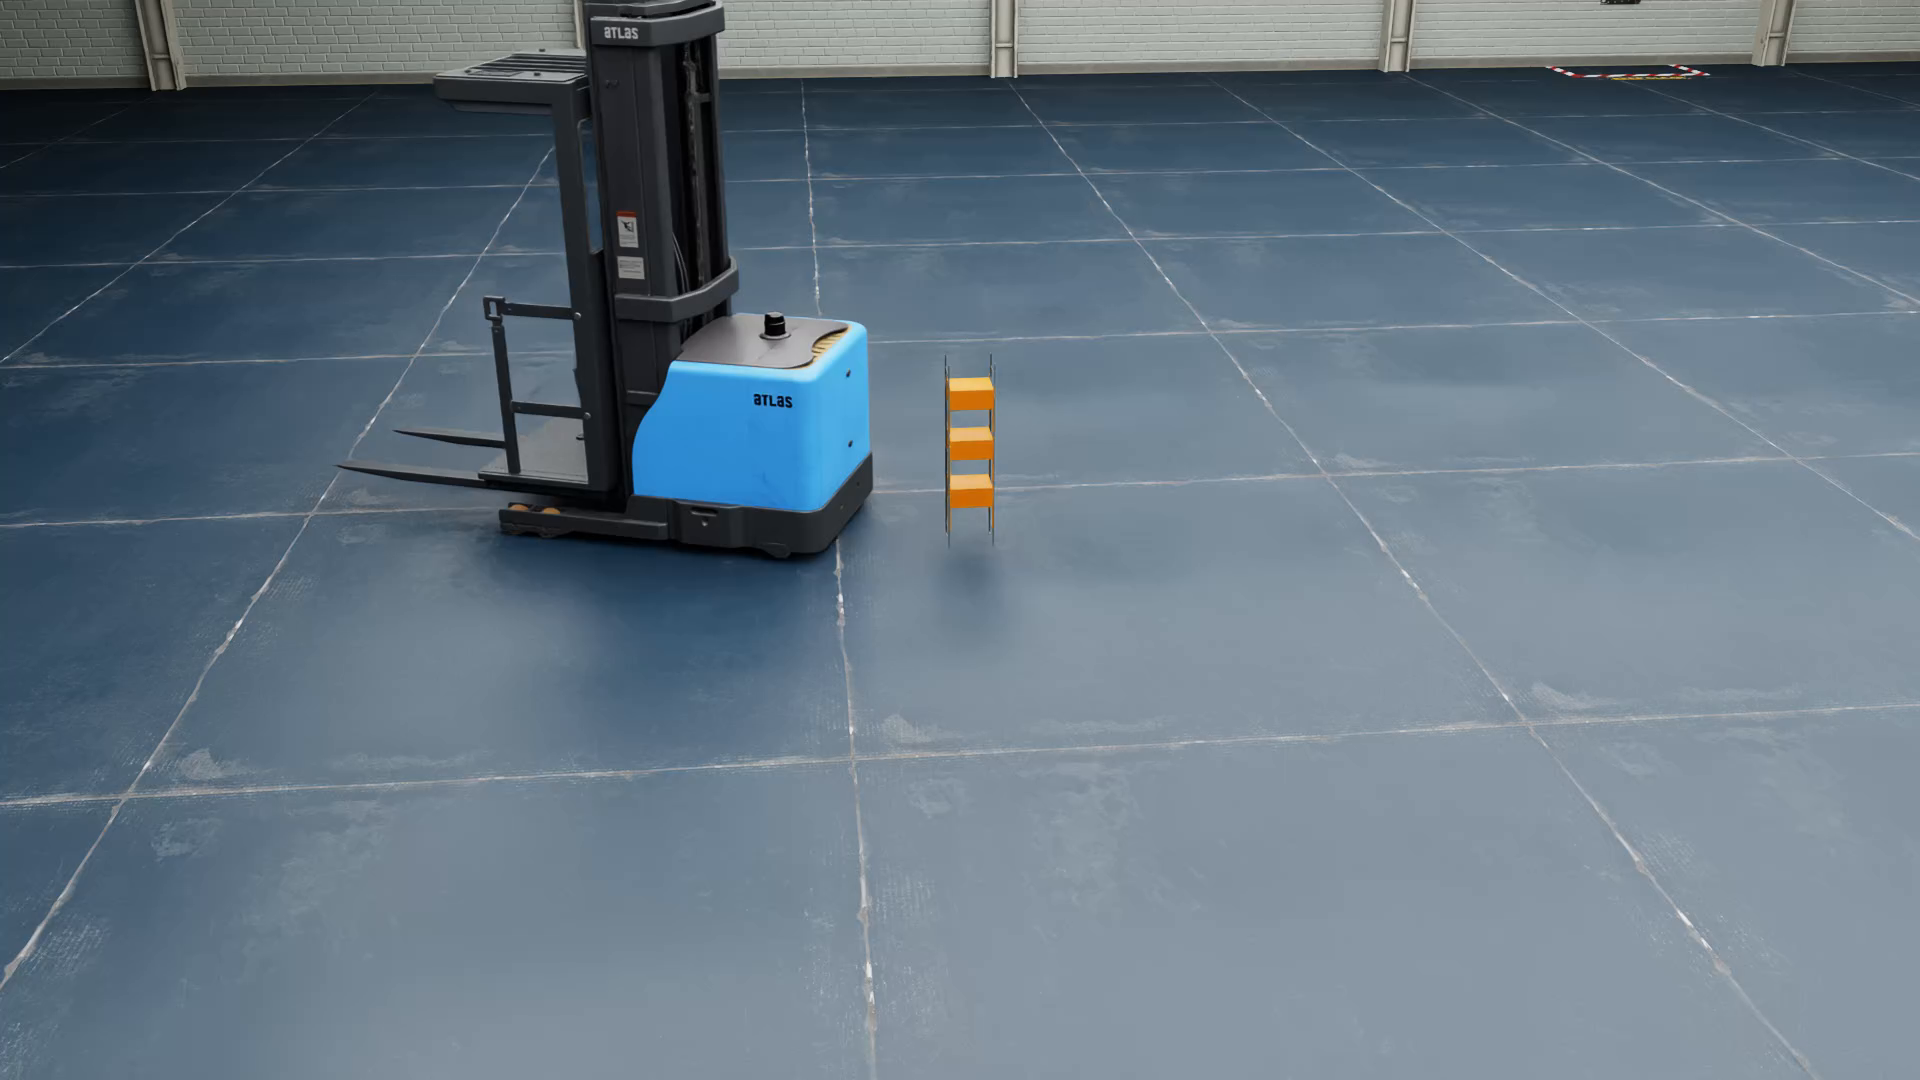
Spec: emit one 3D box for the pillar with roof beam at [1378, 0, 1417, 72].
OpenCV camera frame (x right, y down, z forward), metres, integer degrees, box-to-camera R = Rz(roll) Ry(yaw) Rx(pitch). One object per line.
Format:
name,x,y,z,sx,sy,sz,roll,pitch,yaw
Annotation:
pillar with roof beam,7.038,-9.544,19.642,0.400,9.000,9.100,-2,24,-5

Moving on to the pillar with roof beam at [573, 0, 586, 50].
pillar with roof beam,-4.904,-9.065,18.565,0.400,9.000,9.100,-2,24,-5

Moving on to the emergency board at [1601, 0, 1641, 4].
emergency board,10.112,-8.706,25.143,0.626,1.169,0.157,-2,24,-5

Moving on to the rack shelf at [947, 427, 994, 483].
rack shelf,0.053,-0.472,9.046,0.240,0.259,0.215,-2,24,-5

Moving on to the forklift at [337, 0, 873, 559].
forklift,-2.084,-1.550,9.128,3.031,2.935,1.130,6,25,13

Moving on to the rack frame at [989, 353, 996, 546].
rack frame,0.175,-0.487,9.053,0.008,1.050,0.200,-2,24,-5

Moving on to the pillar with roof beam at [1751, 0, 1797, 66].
pillar with roof beam,13.009,-9.783,20.181,0.400,9.000,9.100,-2,24,-5

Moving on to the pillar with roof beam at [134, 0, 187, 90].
pillar with roof beam,-10.875,-8.825,18.026,0.400,9.000,9.100,-2,24,-5

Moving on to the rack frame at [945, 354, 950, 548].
rack frame,-0.068,-0.477,9.031,0.008,1.050,0.200,-2,24,-5

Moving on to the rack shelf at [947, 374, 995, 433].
rack shelf,0.053,-0.732,8.931,0.240,0.259,0.215,-2,24,-5

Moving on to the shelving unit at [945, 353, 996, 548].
shelving unit,0.053,-0.482,9.042,0.252,1.050,0.215,-2,24,-5

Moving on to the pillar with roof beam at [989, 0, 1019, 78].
pillar with roof beam,1.067,-9.304,19.103,0.400,9.000,9.100,-2,24,-5

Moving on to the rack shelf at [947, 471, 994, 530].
rack shelf,0.053,-0.218,9.159,0.240,0.259,0.215,-2,24,-5
